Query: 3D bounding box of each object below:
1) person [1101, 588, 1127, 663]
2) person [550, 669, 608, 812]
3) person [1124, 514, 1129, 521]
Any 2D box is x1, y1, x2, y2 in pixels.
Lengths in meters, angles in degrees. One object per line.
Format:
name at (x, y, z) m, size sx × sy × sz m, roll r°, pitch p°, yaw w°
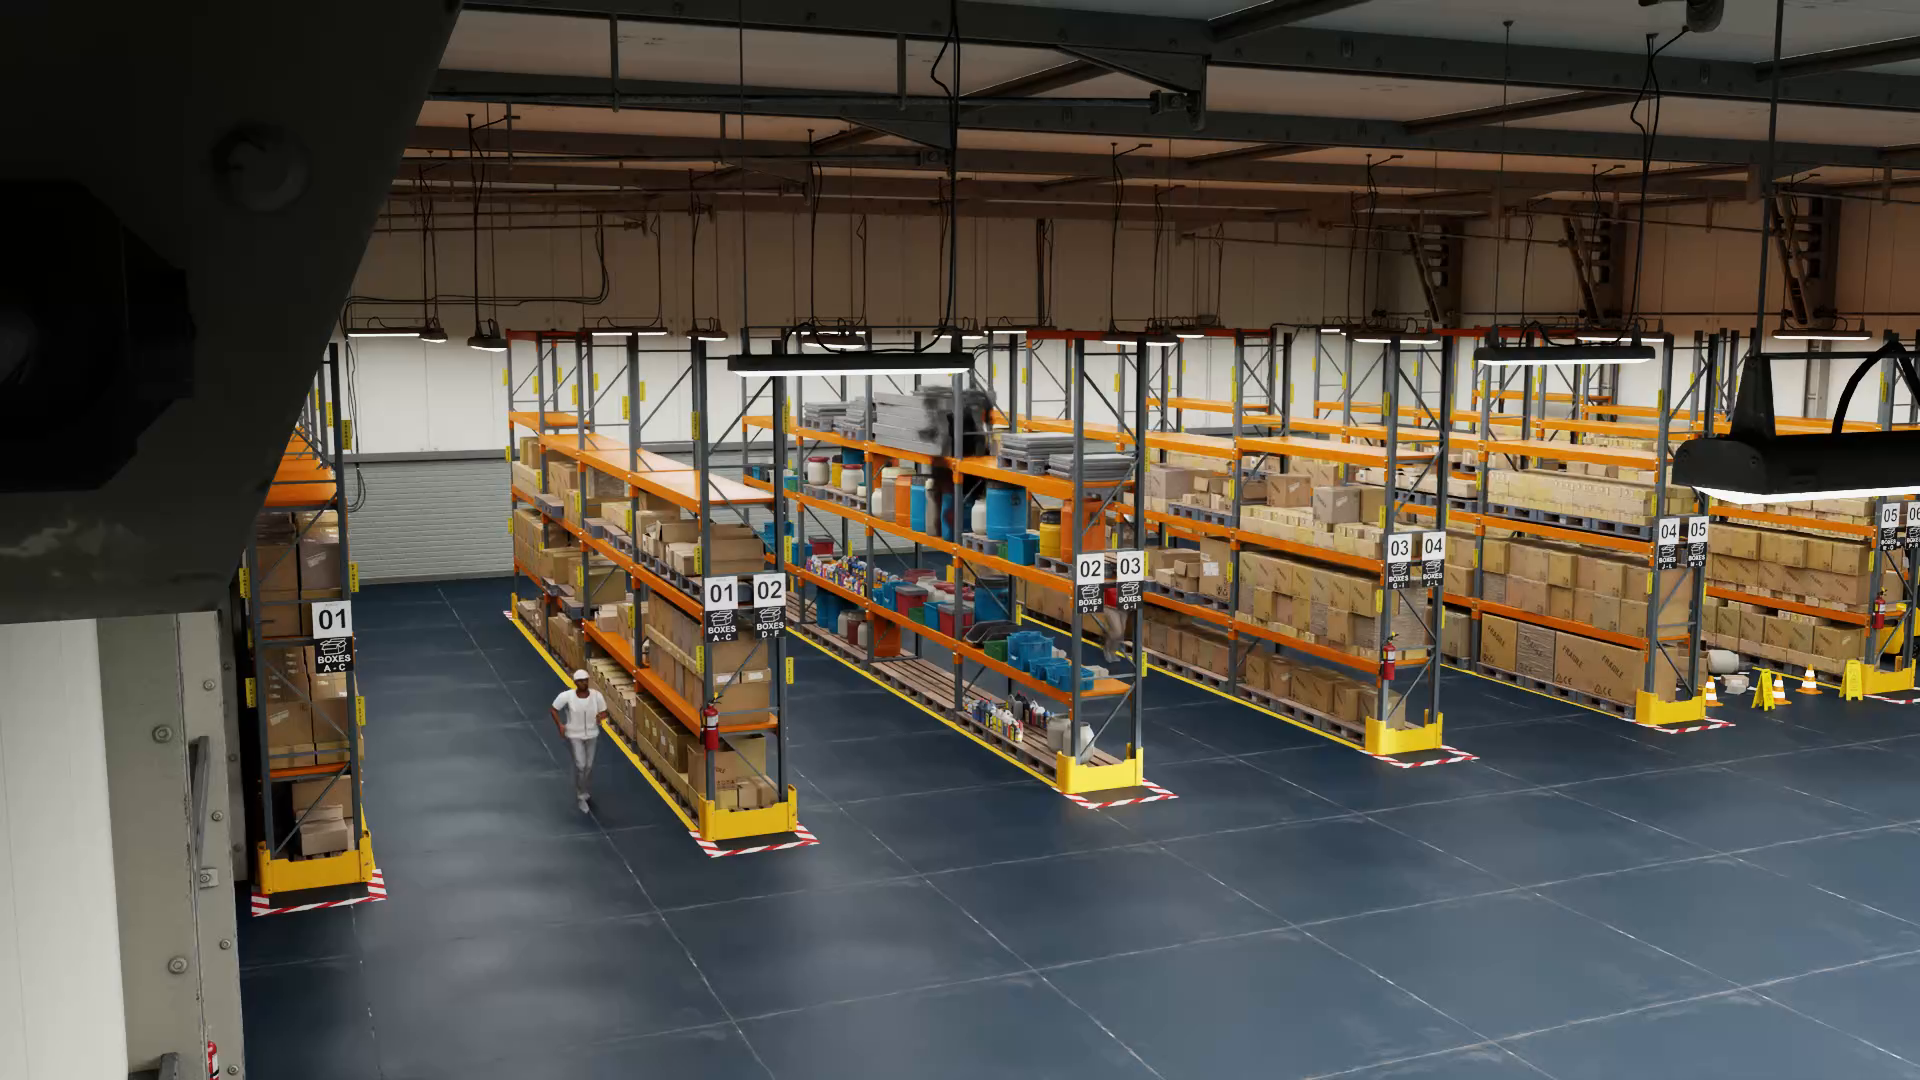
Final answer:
person at (2.731, 1.290, 28.860) m, size 0.651 × 1.724 × 0.602 m, roll -4°, pitch 9°, yaw -29°
person at (-4.865, 2.564, 21.435) m, size 0.682 × 1.830 × 0.694 m, roll -5°, pitch 9°, yaw -31°
person at (4.001, -0.110, 41.537) m, size 0.591 × 1.678 × 0.769 m, roll -5°, pitch 9°, yaw -32°
